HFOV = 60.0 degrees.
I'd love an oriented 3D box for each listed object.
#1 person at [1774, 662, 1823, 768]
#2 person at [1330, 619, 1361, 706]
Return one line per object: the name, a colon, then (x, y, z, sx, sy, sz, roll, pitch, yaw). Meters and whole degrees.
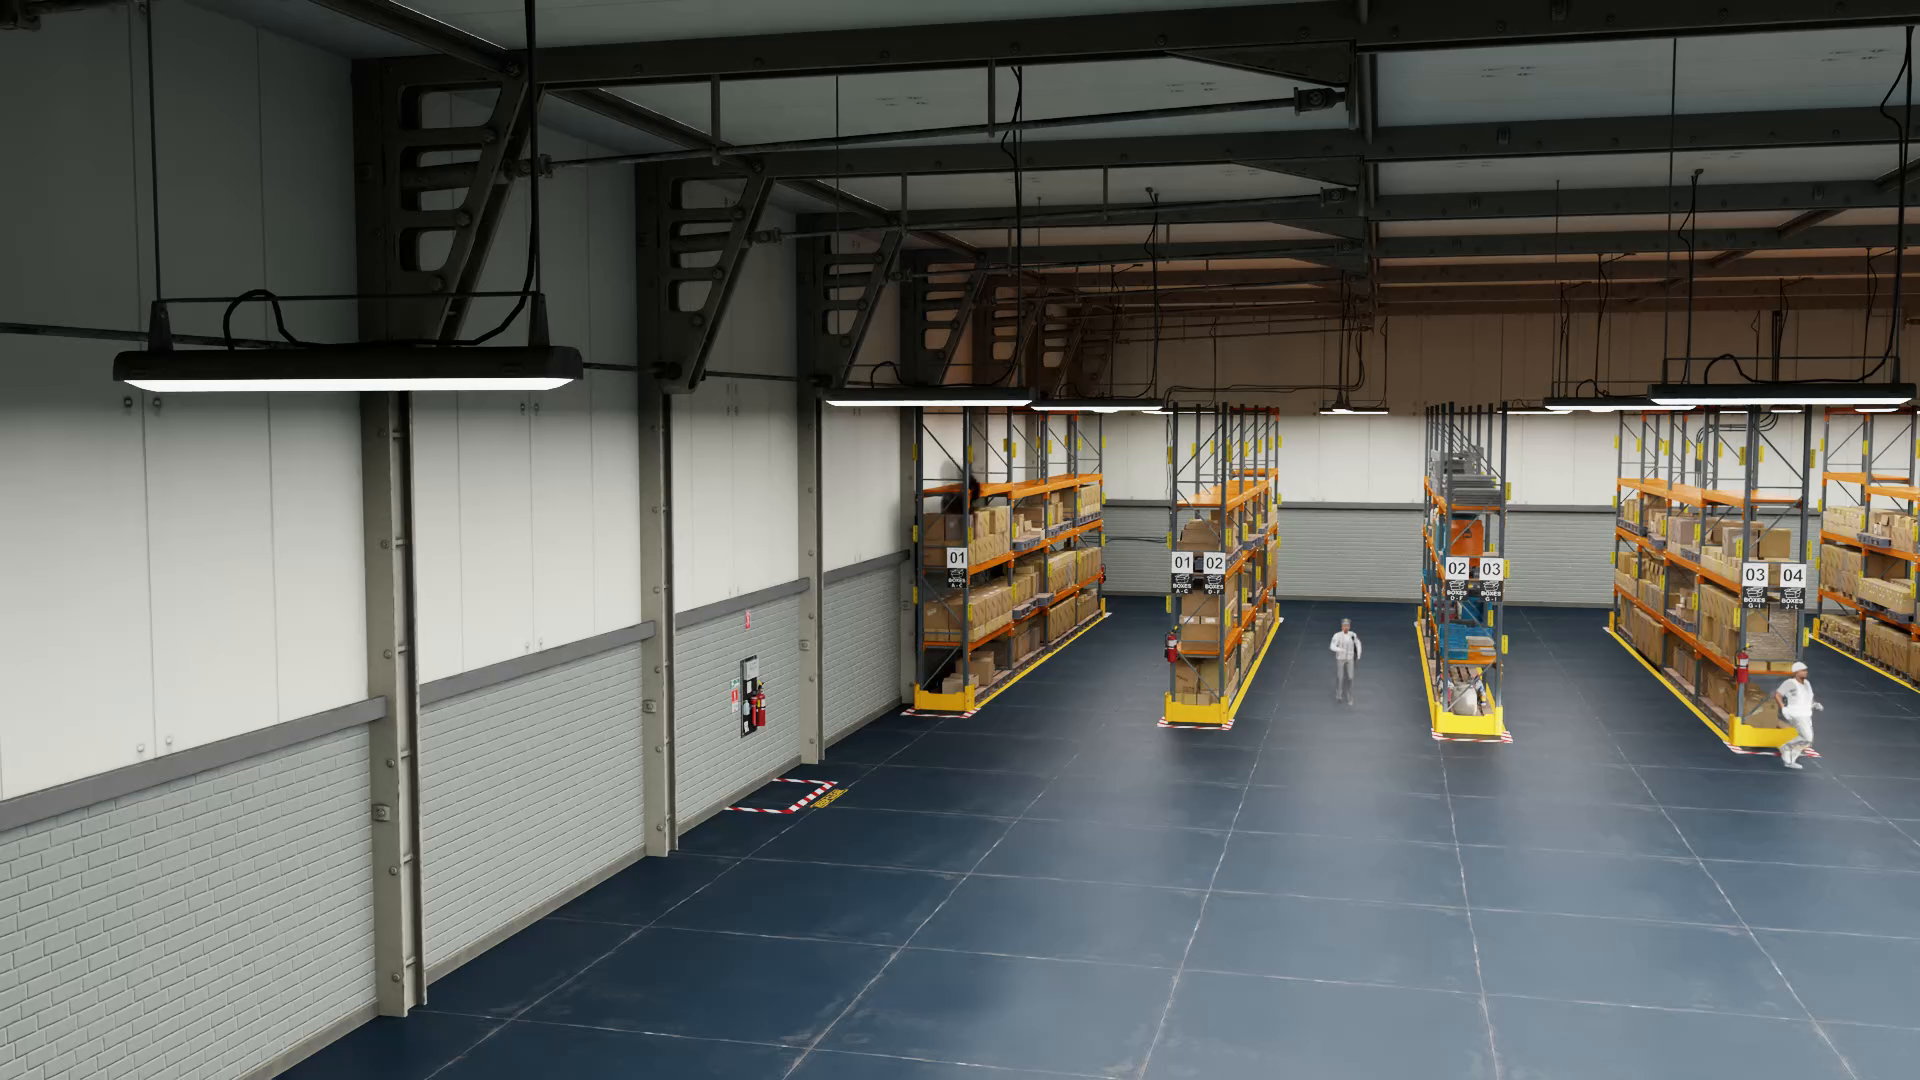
person: (13.664, 2.858, 26.994, 0.683, 1.739, 0.594, -3, 5, -33)
person: (7.704, 2.439, 33.235, 0.631, 1.770, 0.739, 0, 4, 3)
